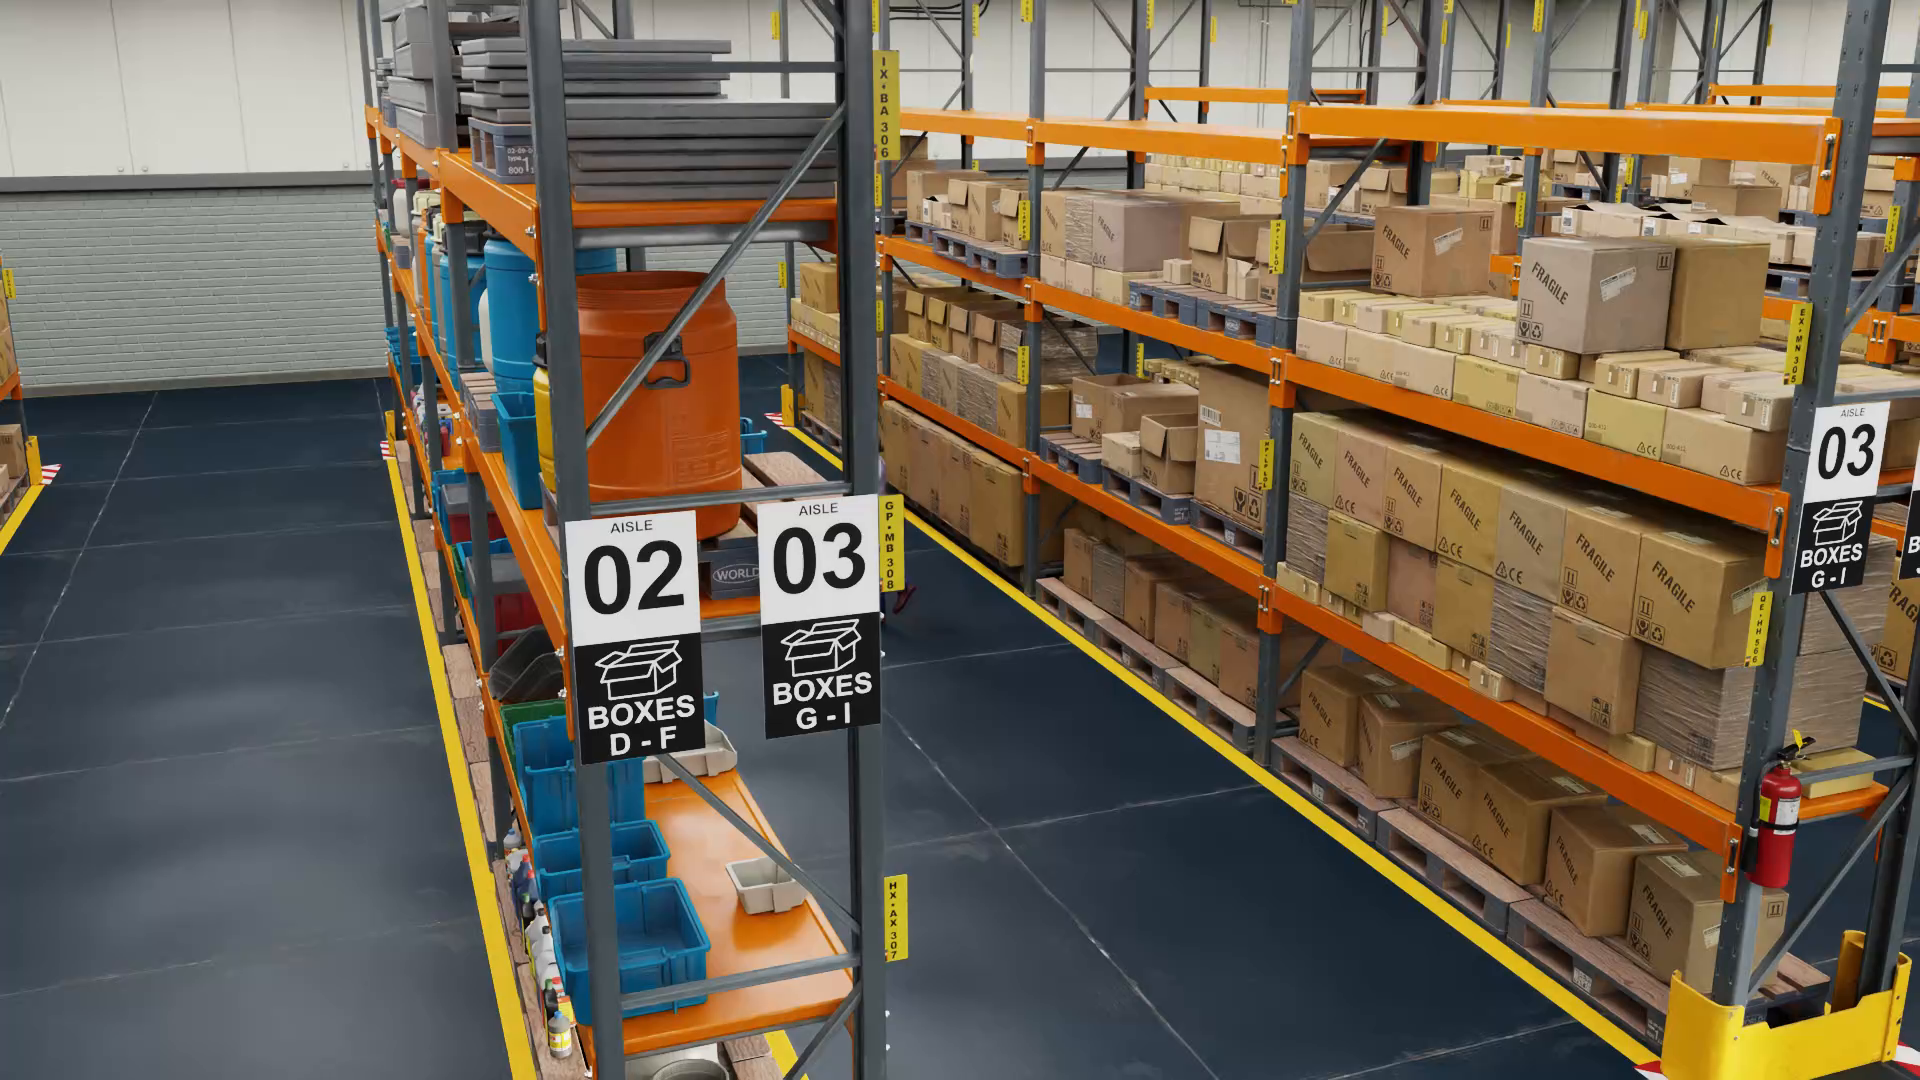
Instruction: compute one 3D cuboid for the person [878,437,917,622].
[{"bbox_3d":[-0.643,-0.123,13.943,0.534,1.626,0.565,3,16,10],"label":"person"}]
